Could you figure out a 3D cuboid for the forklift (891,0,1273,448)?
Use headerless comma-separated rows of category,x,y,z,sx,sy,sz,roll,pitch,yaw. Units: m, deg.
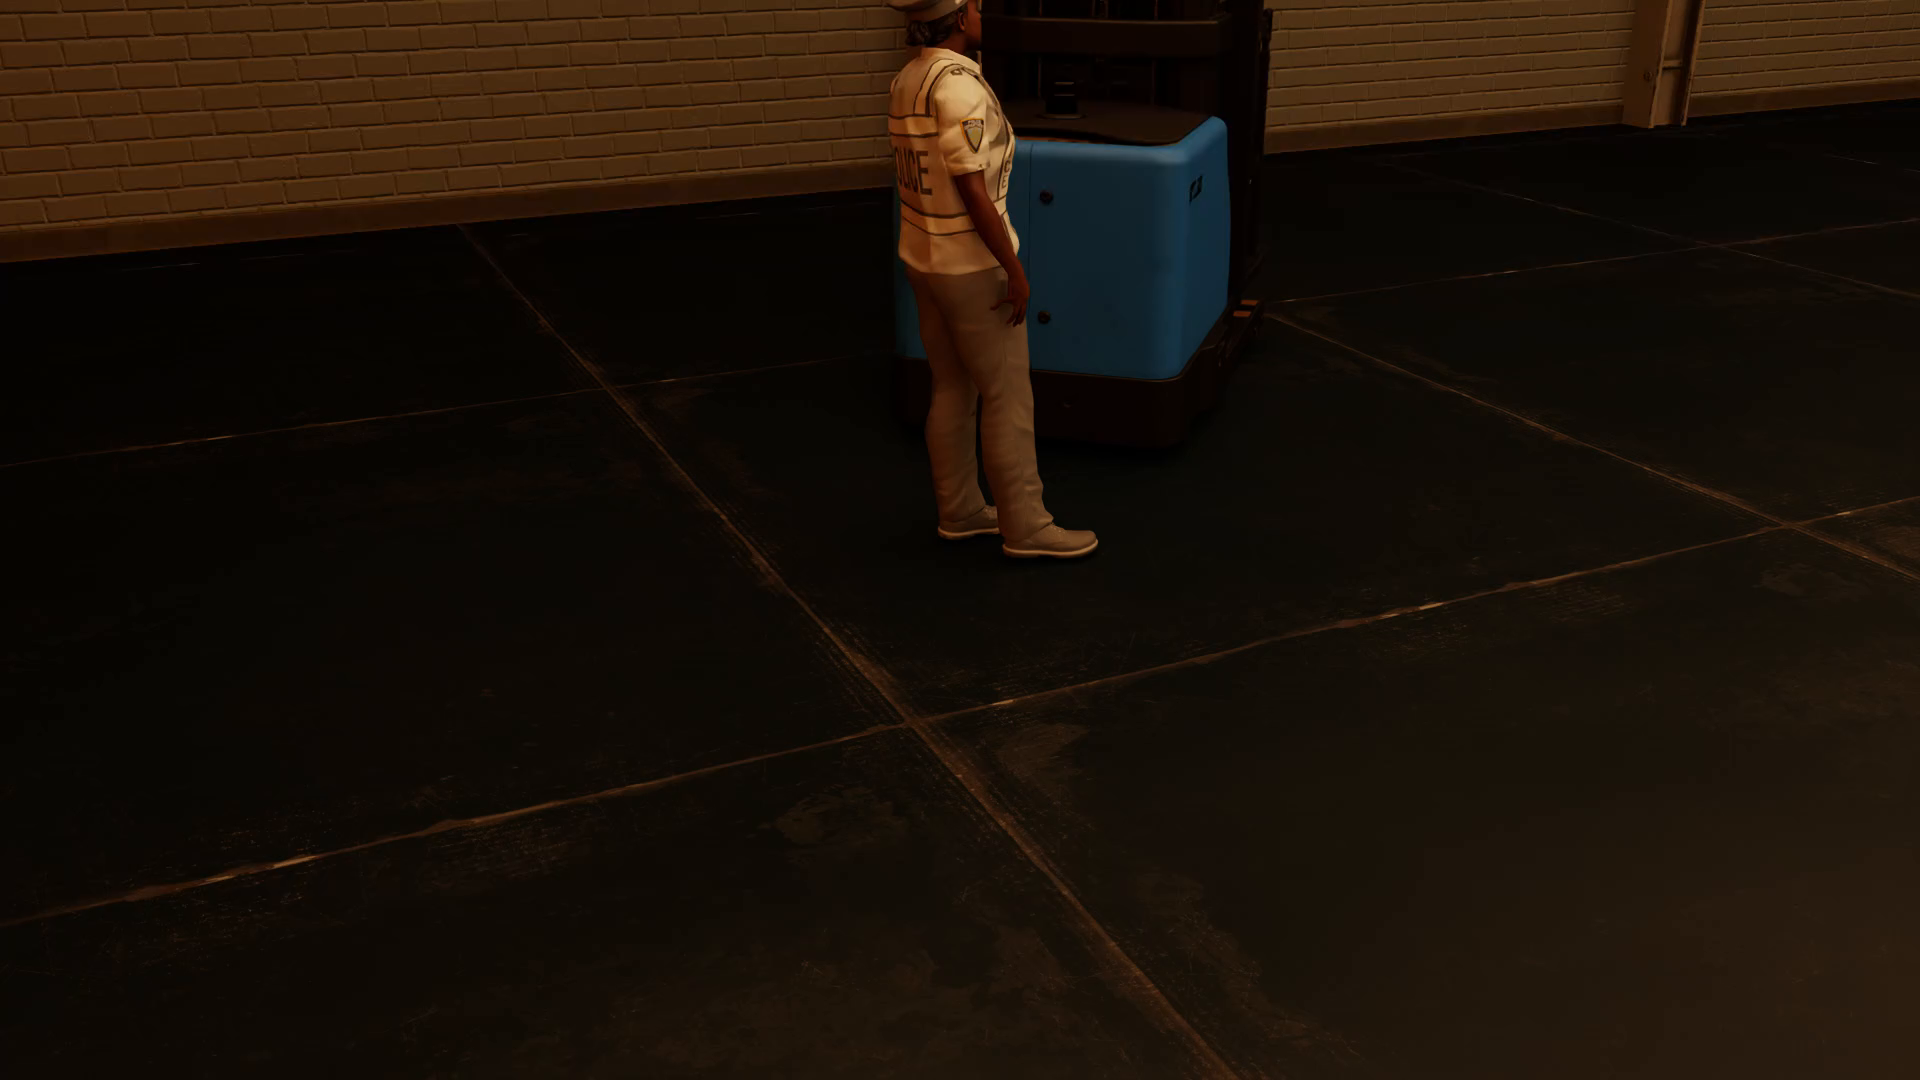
forklift,0.694,-2.202,6.588,1.130,2.935,3.031,7,24,17

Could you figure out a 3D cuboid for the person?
person,0.077,-0.795,4.792,0.528,1.697,0.570,-10,25,-23
